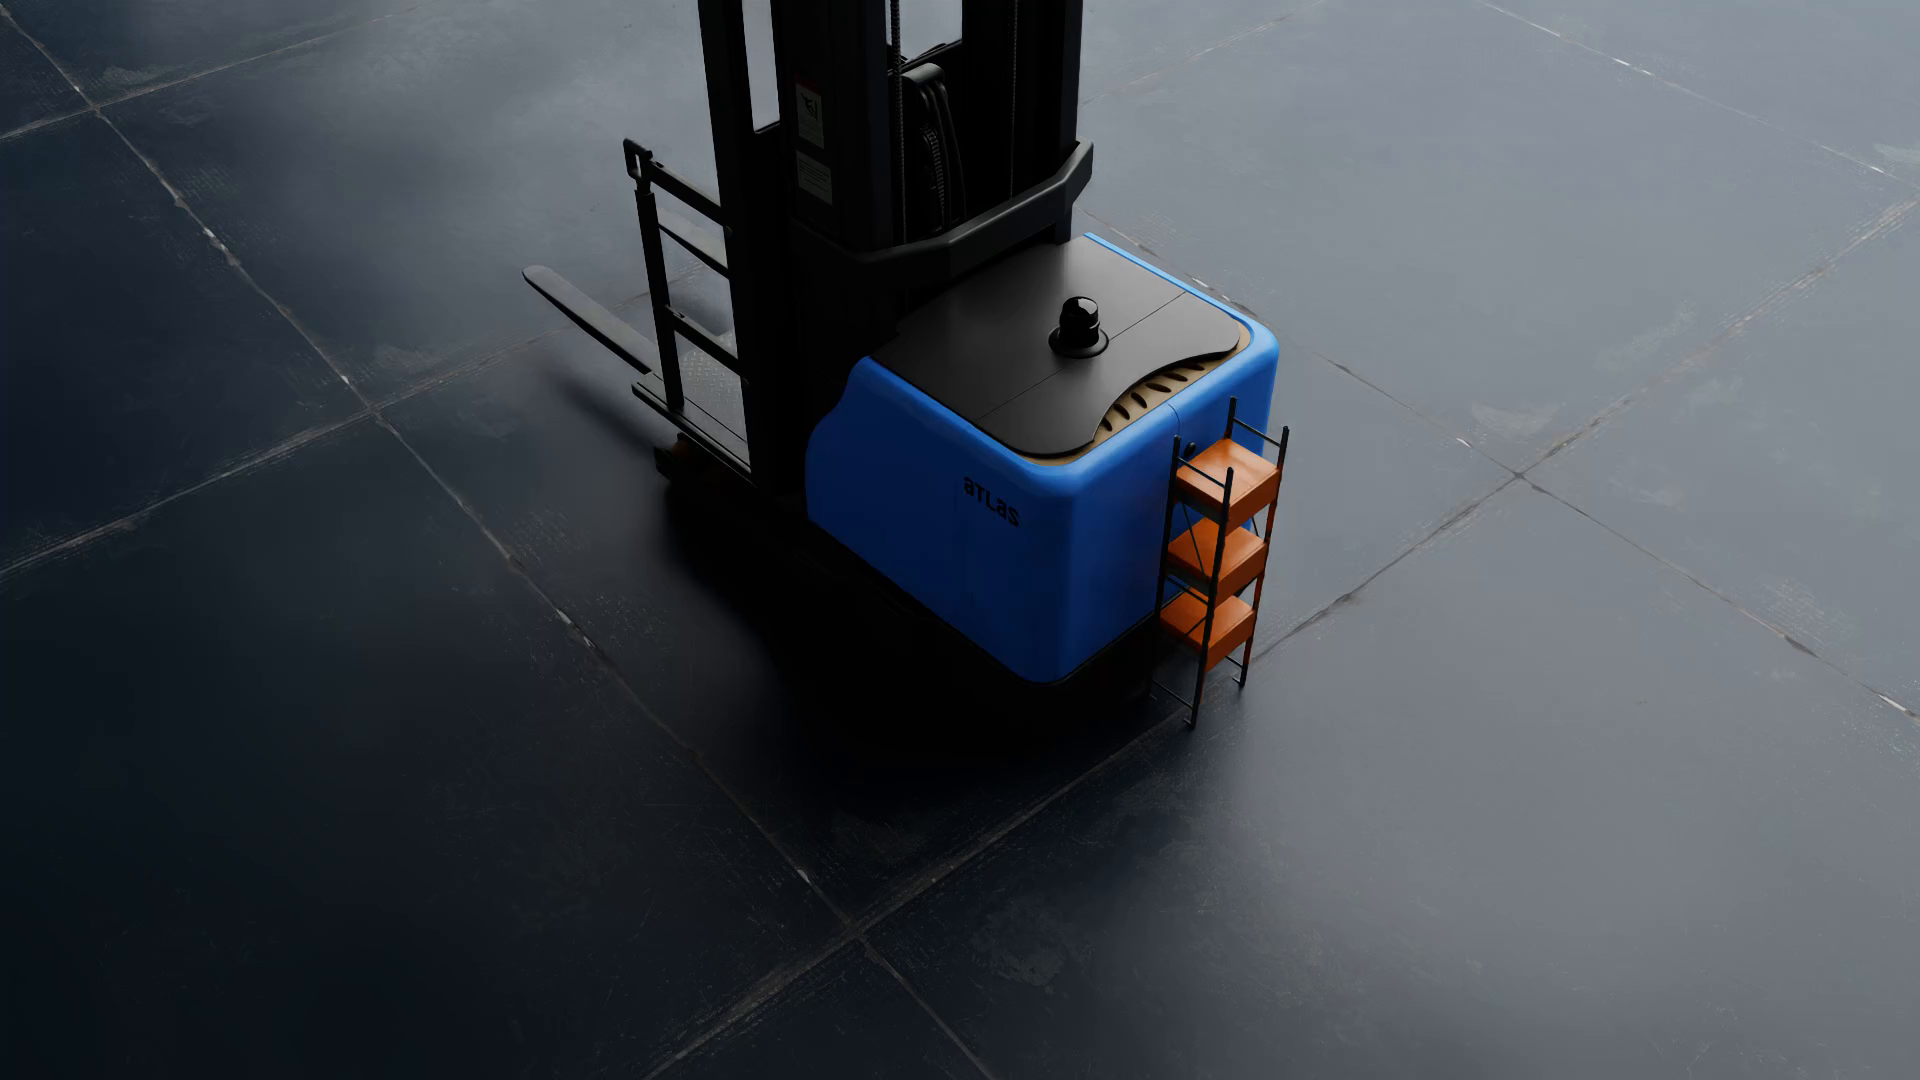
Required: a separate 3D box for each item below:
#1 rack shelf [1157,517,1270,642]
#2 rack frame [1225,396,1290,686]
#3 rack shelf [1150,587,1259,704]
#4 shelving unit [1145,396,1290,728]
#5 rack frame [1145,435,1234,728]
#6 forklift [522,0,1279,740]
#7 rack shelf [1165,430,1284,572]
[{"bbox_3d":[0.742,0.096,4.896,0.240,0.259,0.215,-34,53,-31],"label":"rack shelf"},{"bbox_3d":[0.829,0.030,4.952,0.008,1.050,0.200,-34,53,-31],"label":"rack frame"},{"bbox_3d":[0.742,0.299,5.086,0.240,0.259,0.215,-34,53,-31],"label":"rack shelf"},{"bbox_3d":[0.742,0.089,4.889,0.252,1.050,0.215,-34,53,-31],"label":"shelving unit"},{"bbox_3d":[0.656,0.147,4.826,0.008,1.050,0.200,-34,53,-31],"label":"rack frame"},{"bbox_3d":[-0.438,-1.379,5.078,1.130,2.935,3.031,-33,53,-30],"label":"forklift"},{"bbox_3d":[0.742,-0.111,4.702,0.240,0.259,0.215,-34,53,-31],"label":"rack shelf"}]
